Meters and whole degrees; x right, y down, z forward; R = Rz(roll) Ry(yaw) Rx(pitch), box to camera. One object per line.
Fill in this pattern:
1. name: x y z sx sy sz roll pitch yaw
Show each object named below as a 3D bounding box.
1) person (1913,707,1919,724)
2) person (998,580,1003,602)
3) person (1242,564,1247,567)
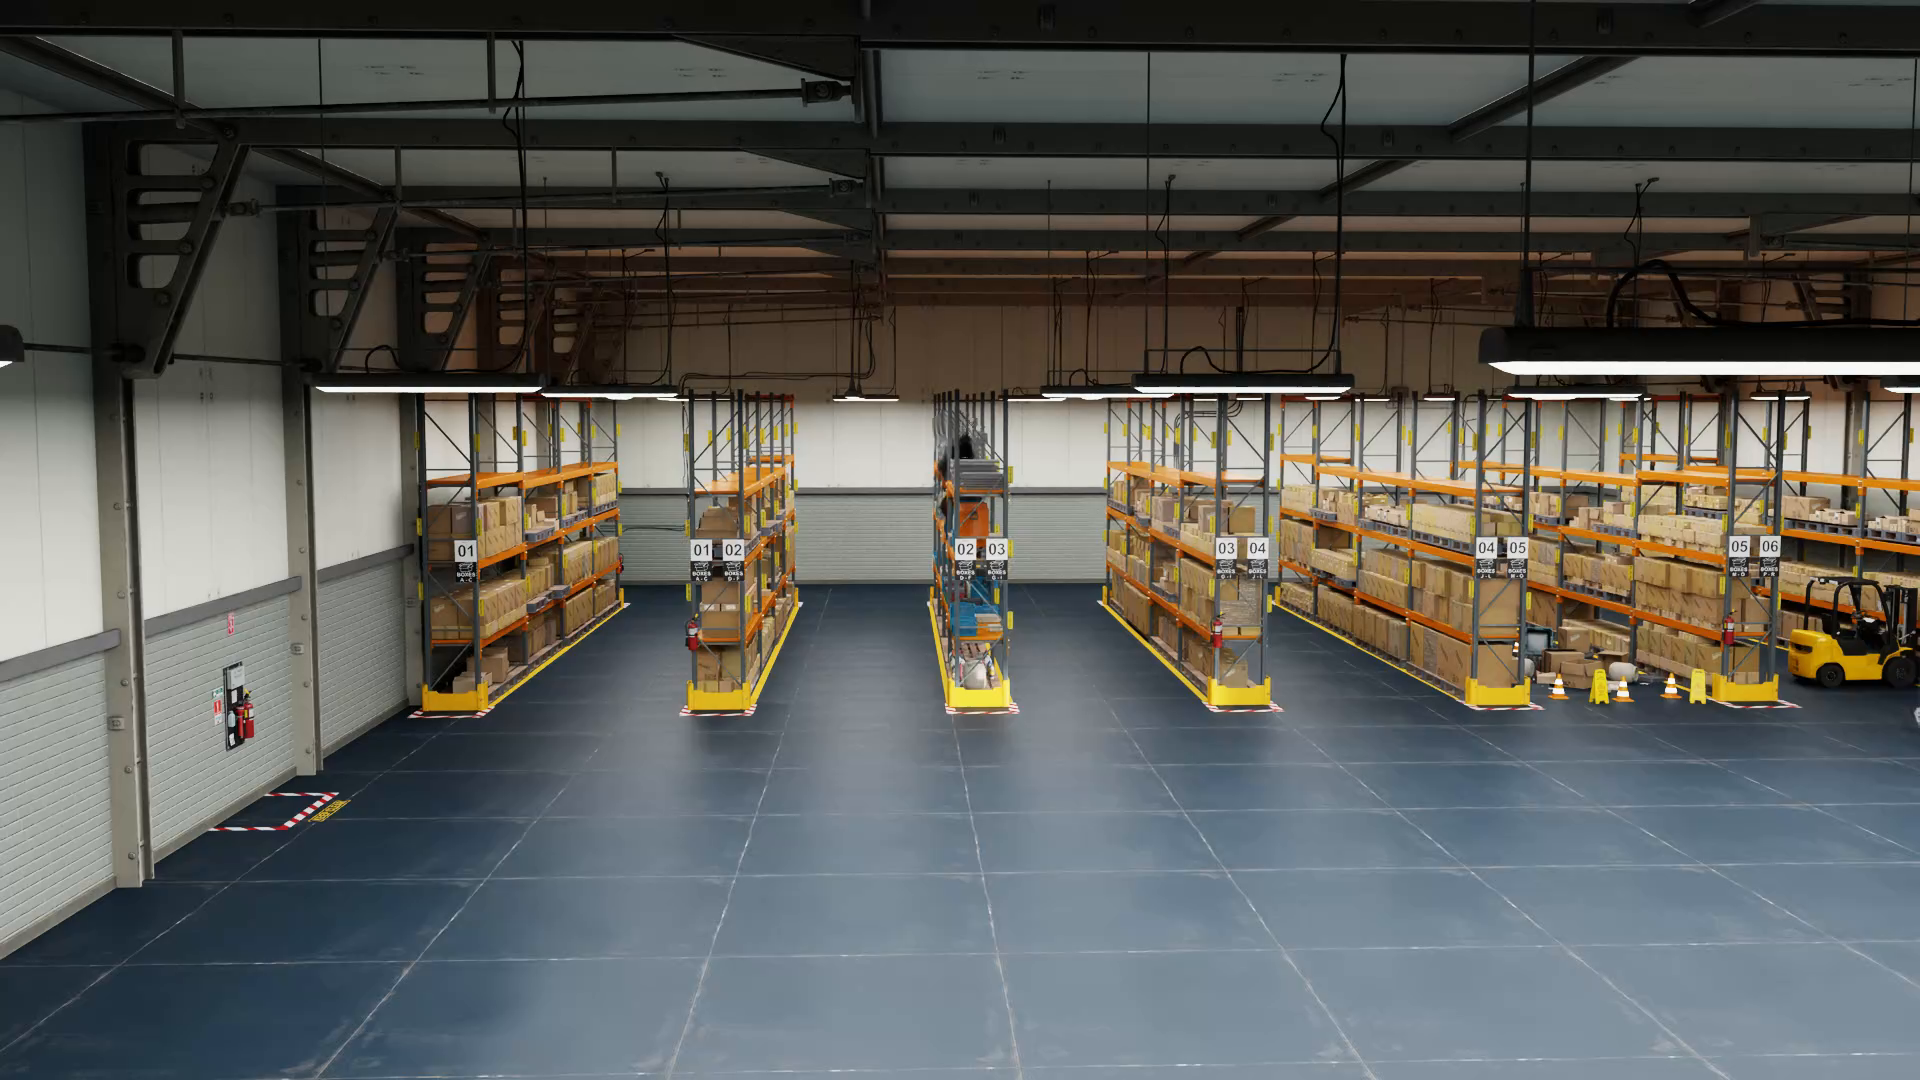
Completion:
1. person: 17.039 2.556 28.721 0.721 1.711 1.023 -3 6 -36
2. person: 1.024 0.980 47.976 0.594 1.646 0.631 3 6 36
3. person: 7.904 1.092 46.730 0.686 1.648 0.542 1 5 9
